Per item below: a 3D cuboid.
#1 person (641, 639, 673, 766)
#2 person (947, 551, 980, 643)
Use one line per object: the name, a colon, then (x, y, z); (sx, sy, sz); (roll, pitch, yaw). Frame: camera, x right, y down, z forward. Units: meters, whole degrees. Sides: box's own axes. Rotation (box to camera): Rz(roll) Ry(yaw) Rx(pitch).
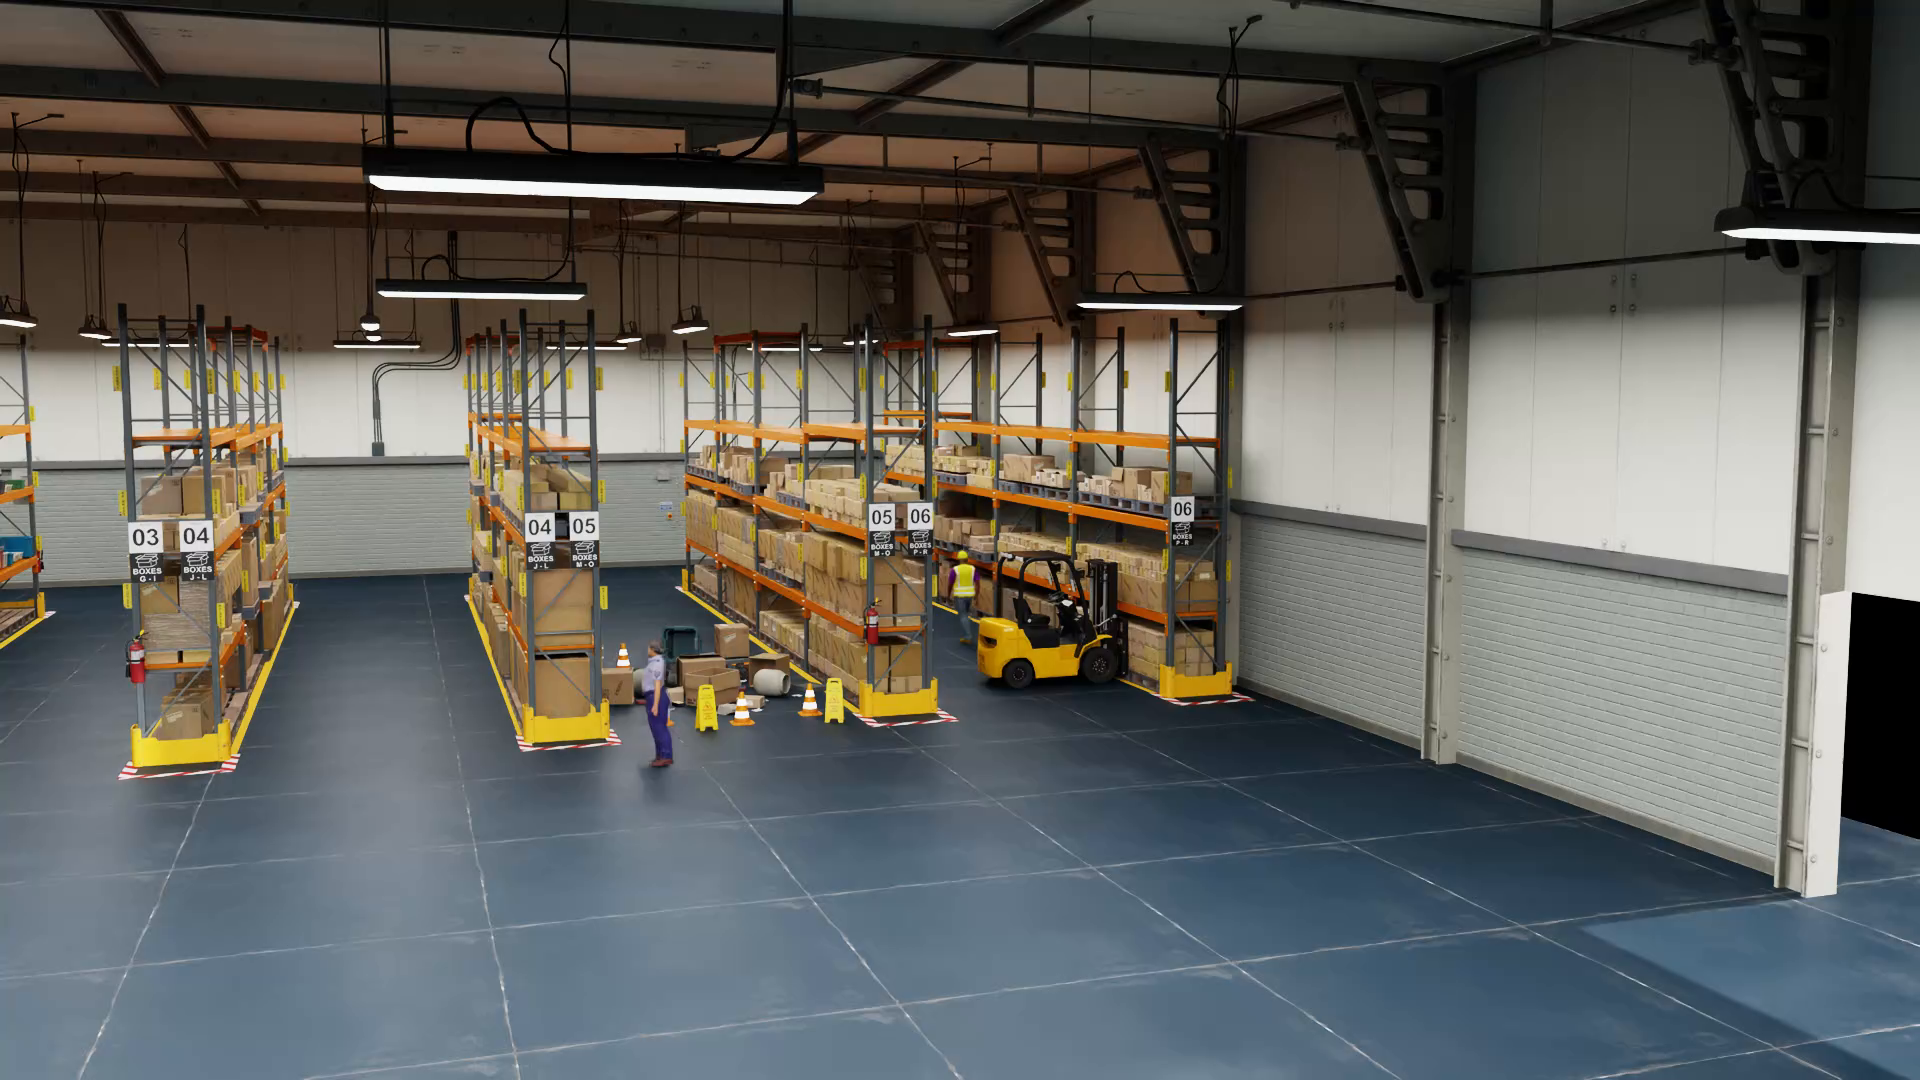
person: (-3.968, 2.135, 21.757); (0.390, 1.687, 0.603); (-1, 6, -15)
person: (0.042, 1.104, 31.853); (0.556, 1.798, 0.692); (-3, 6, -30)
